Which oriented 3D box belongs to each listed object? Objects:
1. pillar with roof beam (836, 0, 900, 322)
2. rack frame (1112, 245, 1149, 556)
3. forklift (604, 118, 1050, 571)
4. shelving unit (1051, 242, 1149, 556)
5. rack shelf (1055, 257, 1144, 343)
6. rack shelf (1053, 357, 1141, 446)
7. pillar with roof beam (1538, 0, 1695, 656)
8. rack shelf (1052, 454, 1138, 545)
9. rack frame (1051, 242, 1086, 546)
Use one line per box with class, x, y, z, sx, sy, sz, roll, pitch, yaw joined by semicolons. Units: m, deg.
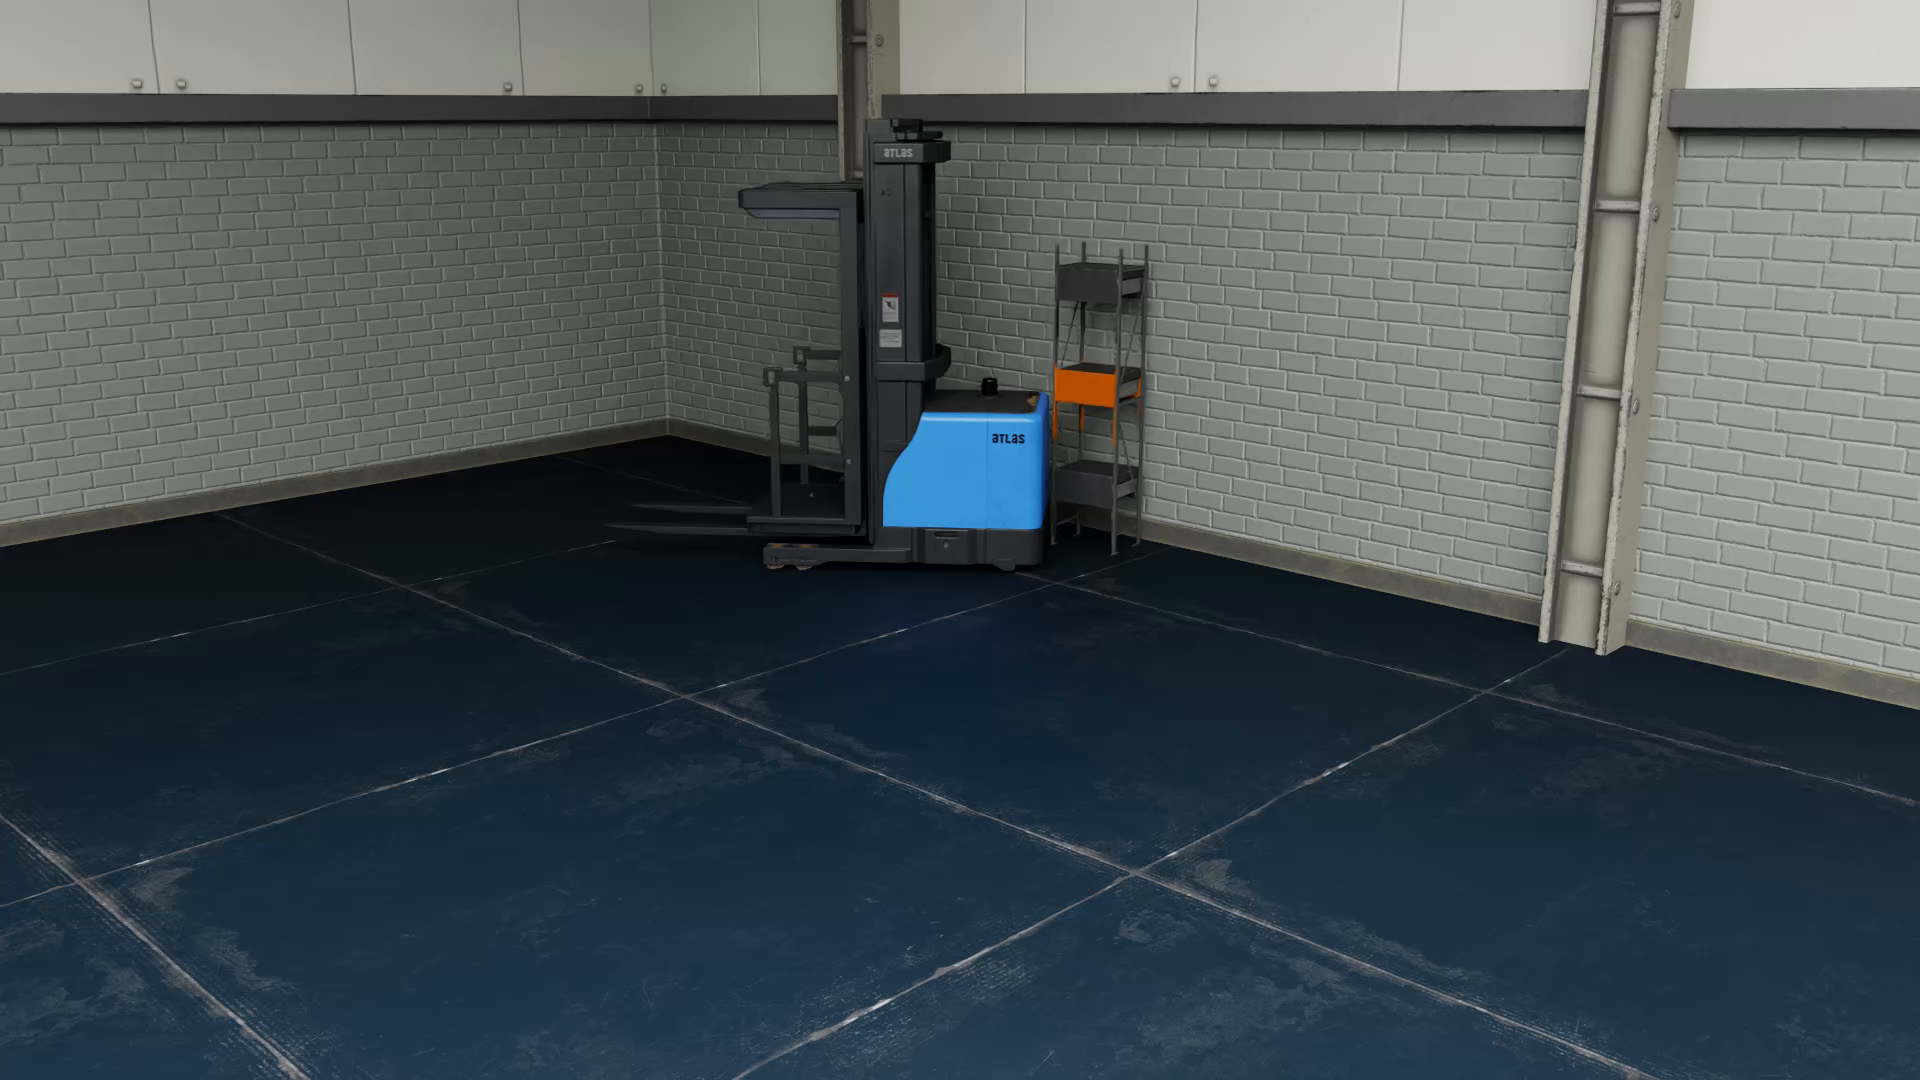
pillar with roof beam;-3.695;-4.030;9.552;0.400;9.000;9.100;14;20;42
rack frame;1.166;-0.947;11.404;0.015;2.100;0.400;9;17;32
forklift;-0.909;-1.348;11.293;3.031;2.935;1.130;1;15;5
shelving unit;0.963;-0.981;11.534;0.503;2.100;0.431;9;17;32
rack shelf;0.963;-1.646;11.361;0.480;0.518;0.431;9;17;32
rack shelf;0.963;-0.968;11.538;0.480;0.518;0.431;9;17;32
pillar with roof beam;0.624;-2.980;5.522;0.400;9.000;9.100;14;20;42
rack shelf;0.963;-0.291;11.714;0.480;0.518;0.431;9;17;32
rack frame;0.759;-1.015;11.665;0.015;2.100;0.400;9;17;32
